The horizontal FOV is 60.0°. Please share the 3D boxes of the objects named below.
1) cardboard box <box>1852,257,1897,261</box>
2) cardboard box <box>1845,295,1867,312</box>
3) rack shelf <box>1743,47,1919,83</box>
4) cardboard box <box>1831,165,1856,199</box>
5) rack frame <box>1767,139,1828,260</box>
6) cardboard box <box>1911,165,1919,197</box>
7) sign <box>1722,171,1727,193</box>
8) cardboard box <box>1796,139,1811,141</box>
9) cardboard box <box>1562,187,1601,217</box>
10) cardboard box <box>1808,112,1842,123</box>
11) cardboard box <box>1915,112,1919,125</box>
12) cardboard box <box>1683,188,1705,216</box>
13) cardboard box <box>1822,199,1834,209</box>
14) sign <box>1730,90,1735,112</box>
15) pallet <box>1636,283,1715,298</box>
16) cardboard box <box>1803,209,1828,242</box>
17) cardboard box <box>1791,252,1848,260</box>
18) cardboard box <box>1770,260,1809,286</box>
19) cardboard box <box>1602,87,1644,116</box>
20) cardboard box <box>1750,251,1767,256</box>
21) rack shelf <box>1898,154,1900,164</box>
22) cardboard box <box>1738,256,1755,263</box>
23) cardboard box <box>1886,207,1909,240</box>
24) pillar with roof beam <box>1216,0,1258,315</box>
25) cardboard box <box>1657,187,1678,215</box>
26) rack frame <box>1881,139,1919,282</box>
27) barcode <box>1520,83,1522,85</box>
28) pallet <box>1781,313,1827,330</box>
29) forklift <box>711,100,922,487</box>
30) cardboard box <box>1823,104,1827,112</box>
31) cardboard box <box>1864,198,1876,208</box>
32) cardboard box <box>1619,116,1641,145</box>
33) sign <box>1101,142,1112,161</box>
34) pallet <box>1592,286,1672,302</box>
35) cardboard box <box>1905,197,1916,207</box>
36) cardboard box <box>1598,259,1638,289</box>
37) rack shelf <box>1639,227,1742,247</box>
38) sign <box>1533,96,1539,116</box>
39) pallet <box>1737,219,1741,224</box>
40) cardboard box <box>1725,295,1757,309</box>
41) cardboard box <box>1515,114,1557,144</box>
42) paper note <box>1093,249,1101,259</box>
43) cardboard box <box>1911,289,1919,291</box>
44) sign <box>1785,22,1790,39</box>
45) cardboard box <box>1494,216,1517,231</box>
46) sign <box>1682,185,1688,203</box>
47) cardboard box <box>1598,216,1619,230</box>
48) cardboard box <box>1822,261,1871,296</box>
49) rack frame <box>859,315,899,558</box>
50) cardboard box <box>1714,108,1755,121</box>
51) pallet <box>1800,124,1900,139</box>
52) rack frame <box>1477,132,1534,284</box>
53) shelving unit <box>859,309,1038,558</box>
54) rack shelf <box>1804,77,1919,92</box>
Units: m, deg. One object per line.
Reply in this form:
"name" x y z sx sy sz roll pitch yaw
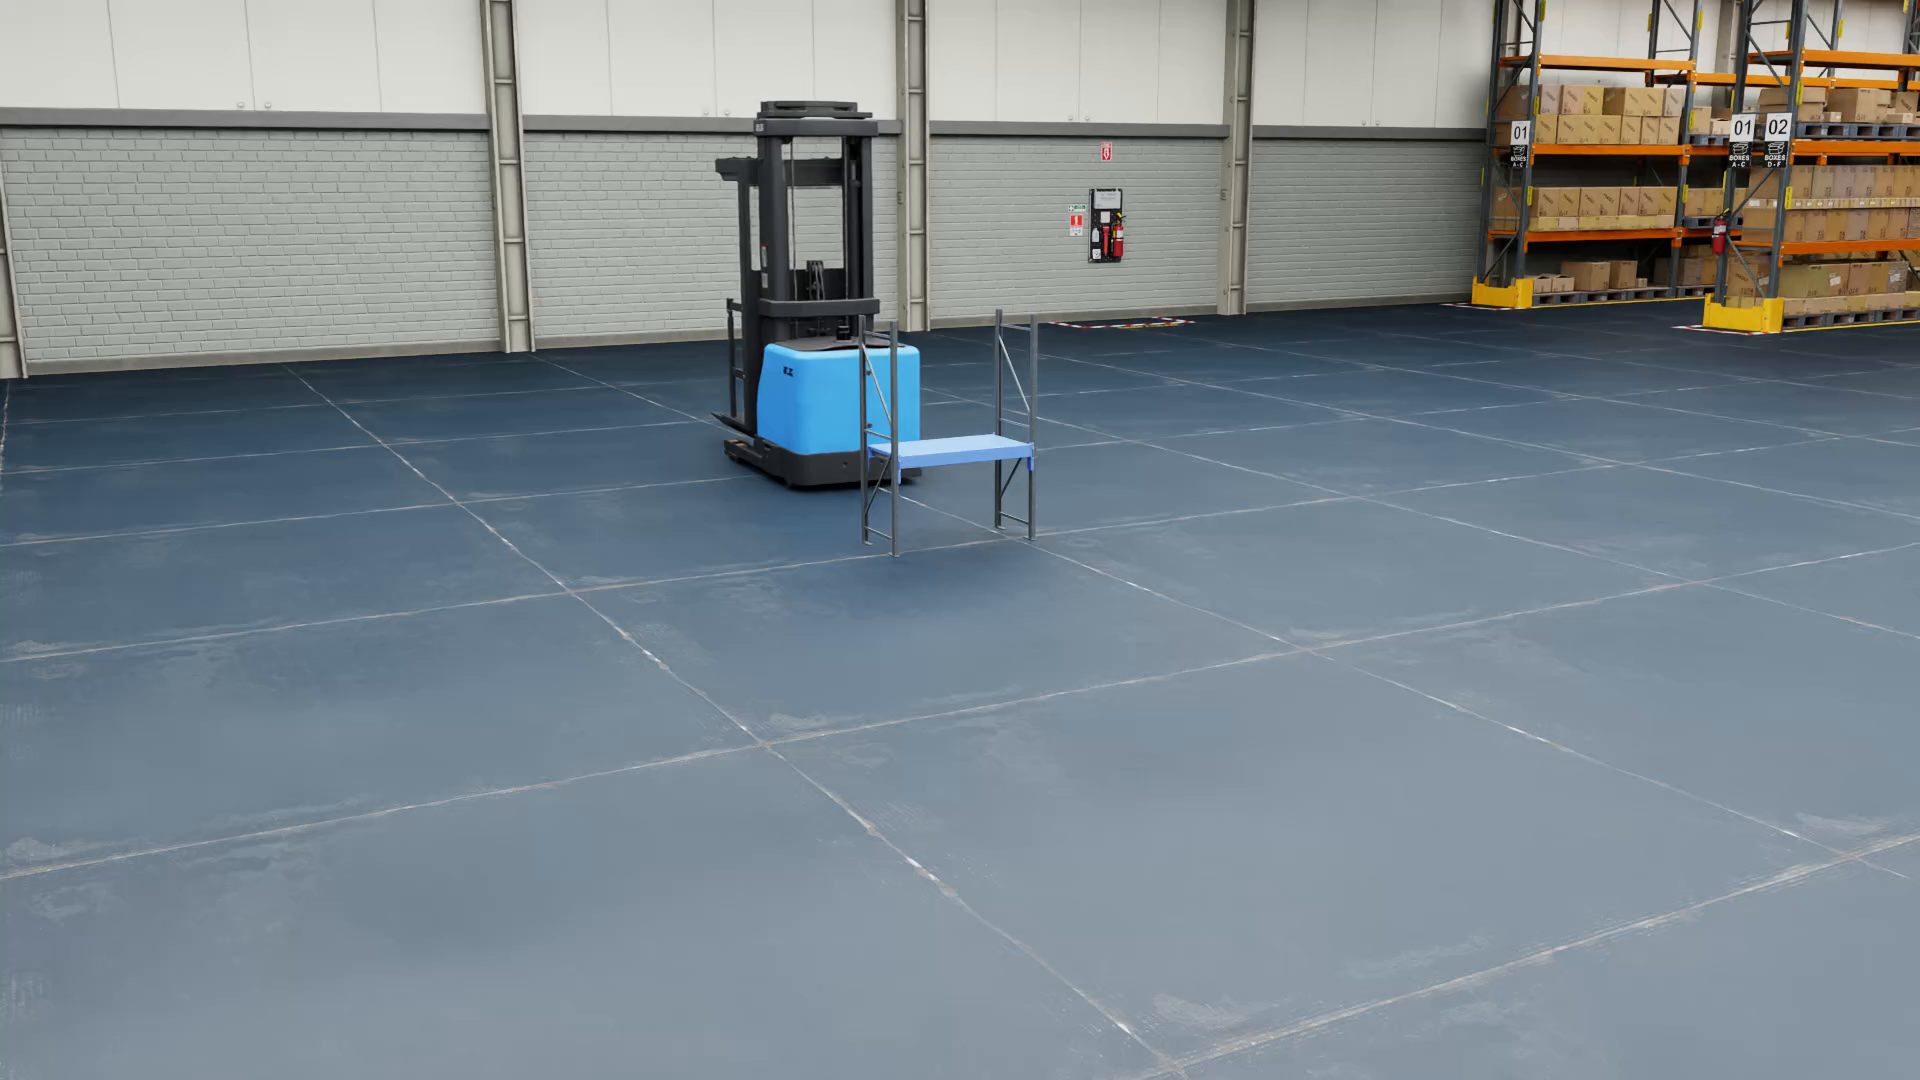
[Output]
"cardboard box" 14.967 -4.374 27.310 0.500 0.500 0.500 -7 14 -28
"cardboard box" 13.908 -3.747 26.232 0.500 0.250 0.500 -7 14 -28
"rack shelf" 13.769 -7.303 25.615 4.000 0.370 1.077 -7 14 -28
"cardboard box" 13.377 -5.556 25.781 0.500 0.500 0.700 -7 14 -28
"rack frame" 16.658 -6.508 33.196 0.127 3.000 1.000 -7 14 -28
"cardboard box" 15.138 -5.767 26.719 0.500 0.500 0.700 -7 14 -28
"sign" 11.766 -5.499 25.534 0.005 0.325 0.100 -7 14 -28
"cardboard box" 16.156 -7.810 32.306 0.500 0.311 0.500 -7 14 -28
"cardboard box" 11.095 -6.064 29.812 0.500 0.500 0.500 -7 15 -30
"cardboard box" 13.130 -6.416 25.252 0.250 0.149 0.380 -7 14 -28
"cardboard box" 19.344 -8.584 34.360 0.500 0.500 0.700 -8 15 -31
"cardboard box" 13.610 -6.398 31.475 0.500 0.500 0.700 -7 14 -28
"cardboard box" 13.134 -5.158 25.490 0.250 0.149 0.380 -7 14 -29
"sign" 11.766 -6.675 25.269 0.005 0.325 0.100 -7 14 -28
"pallet" 13.830 -4.809 31.997 1.213 0.211 1.003 -7 14 -28
"cardboard box" 12.888 -4.864 25.662 0.500 0.500 0.700 -6 14 -26
"cardboard box" 17.367 -5.716 33.617 0.750 0.750 0.750 -7 14 -29
"cardboard box" 13.212 -4.163 26.375 0.500 0.500 0.500 -7 14 -28
"cardboard box" 11.908 -7.875 29.889 0.500 0.500 0.500 -7 15 -30
"cardboard box" 15.521 -5.735 32.745 0.500 0.250 0.500 -7 14 -27
"rack shelf" 17.280 -6.456 27.770 4.000 0.370 1.077 -7 14 -28
"cardboard box" 15.121 -5.328 32.643 0.500 0.500 0.700 -7 14 -28
"cardboard box" 14.678 -5.077 26.610 0.500 0.500 0.700 -7 14 -28
"pillar with roof beam" 6.633 -7.373 23.374 0.400 9.000 9.100 -7 14 -28
"cardboard box" 12.881 -6.280 30.772 0.500 0.500 0.500 -7 14 -28
"rack frame" 15.524 -5.133 27.086 0.127 3.000 1.000 -7 14 -28
"barcode" 10.020 -8.130 29.700 0.075 0.075 0.001 -7 14 -28
"pallet" 12.664 -3.440 25.915 1.213 0.211 1.003 -7 14 -28
"forklift" -1.361 -2.115 13.833 1.130 2.935 3.031 -6 14 -24
"cardboard box" 13.386 -6.636 25.859 0.500 0.311 0.500 -5 14 -21
"cardboard box" 14.041 -5.267 25.974 0.250 0.149 0.380 -6 14 -26
"cardboard box" 11.904 -7.392 30.019 0.500 0.500 0.500 -7 15 -30
"sign" 2.328 -6.172 26.424 0.199 0.298 0.001 -7 14 -28
"pallet" 12.575 -4.649 31.288 1.213 0.211 1.003 -7 14 -28
"cardboard box" 14.942 -5.375 26.454 0.250 0.149 0.380 -7 15 -30
"cardboard box" 12.256 -4.966 31.033 0.500 0.500 0.500 -8 15 -32
"rack shelf" 14.903 -5.947 32.340 4.000 0.370 1.077 -7 14 -28
"sign" 9.897 -7.452 28.566 0.005 0.325 0.100 -7 14 -28
"pallet" 16.084 -6.319 32.792 1.003 0.211 1.213 -7 14 -28
"cardboard box" 12.342 -3.689 25.975 0.500 0.250 0.500 -7 14 -28
"cardboard box" 10.050 -7.175 29.056 0.500 0.500 0.500 -6 14 -26
"paper note" 2.194 -4.588 26.670 0.142 0.148 0.016 -7 14 -28
"cardboard box" 15.997 -3.991 27.318 0.500 0.250 0.500 -7 15 -29
"sign" 16.389 -10.074 32.891 0.005 0.325 0.100 -7 14 -28
"cardboard box" 9.954 -5.690 29.855 0.500 0.250 0.500 -7 14 -27
"sign" 13.414 -6.406 30.770 0.005 0.325 0.100 -7 14 -28
"cardboard box" 11.561 -5.756 30.149 0.500 0.250 0.500 -7 14 -27
"cardboard box" 13.908 -4.112 26.148 0.500 0.500 0.500 -7 14 -28
"rack frame" -0.521 -0.669 10.667 0.032 1.500 0.500 -7 14 -28
"cardboard box" 14.748 -7.976 31.703 0.500 0.500 0.500 -7 15 -30
"pallet" 13.718 -6.331 25.779 1.213 0.211 1.003 -7 14 -28
"rack frame" 9.636 -5.666 29.456 0.127 3.000 1.000 -7 14 -28
"shelving unit" -0.075 -0.723 10.905 1.048 1.500 0.538 -7 14 -28
"rack shelf" 18.414 -9.099 33.595 4.000 0.370 1.077 -7 14 -28
